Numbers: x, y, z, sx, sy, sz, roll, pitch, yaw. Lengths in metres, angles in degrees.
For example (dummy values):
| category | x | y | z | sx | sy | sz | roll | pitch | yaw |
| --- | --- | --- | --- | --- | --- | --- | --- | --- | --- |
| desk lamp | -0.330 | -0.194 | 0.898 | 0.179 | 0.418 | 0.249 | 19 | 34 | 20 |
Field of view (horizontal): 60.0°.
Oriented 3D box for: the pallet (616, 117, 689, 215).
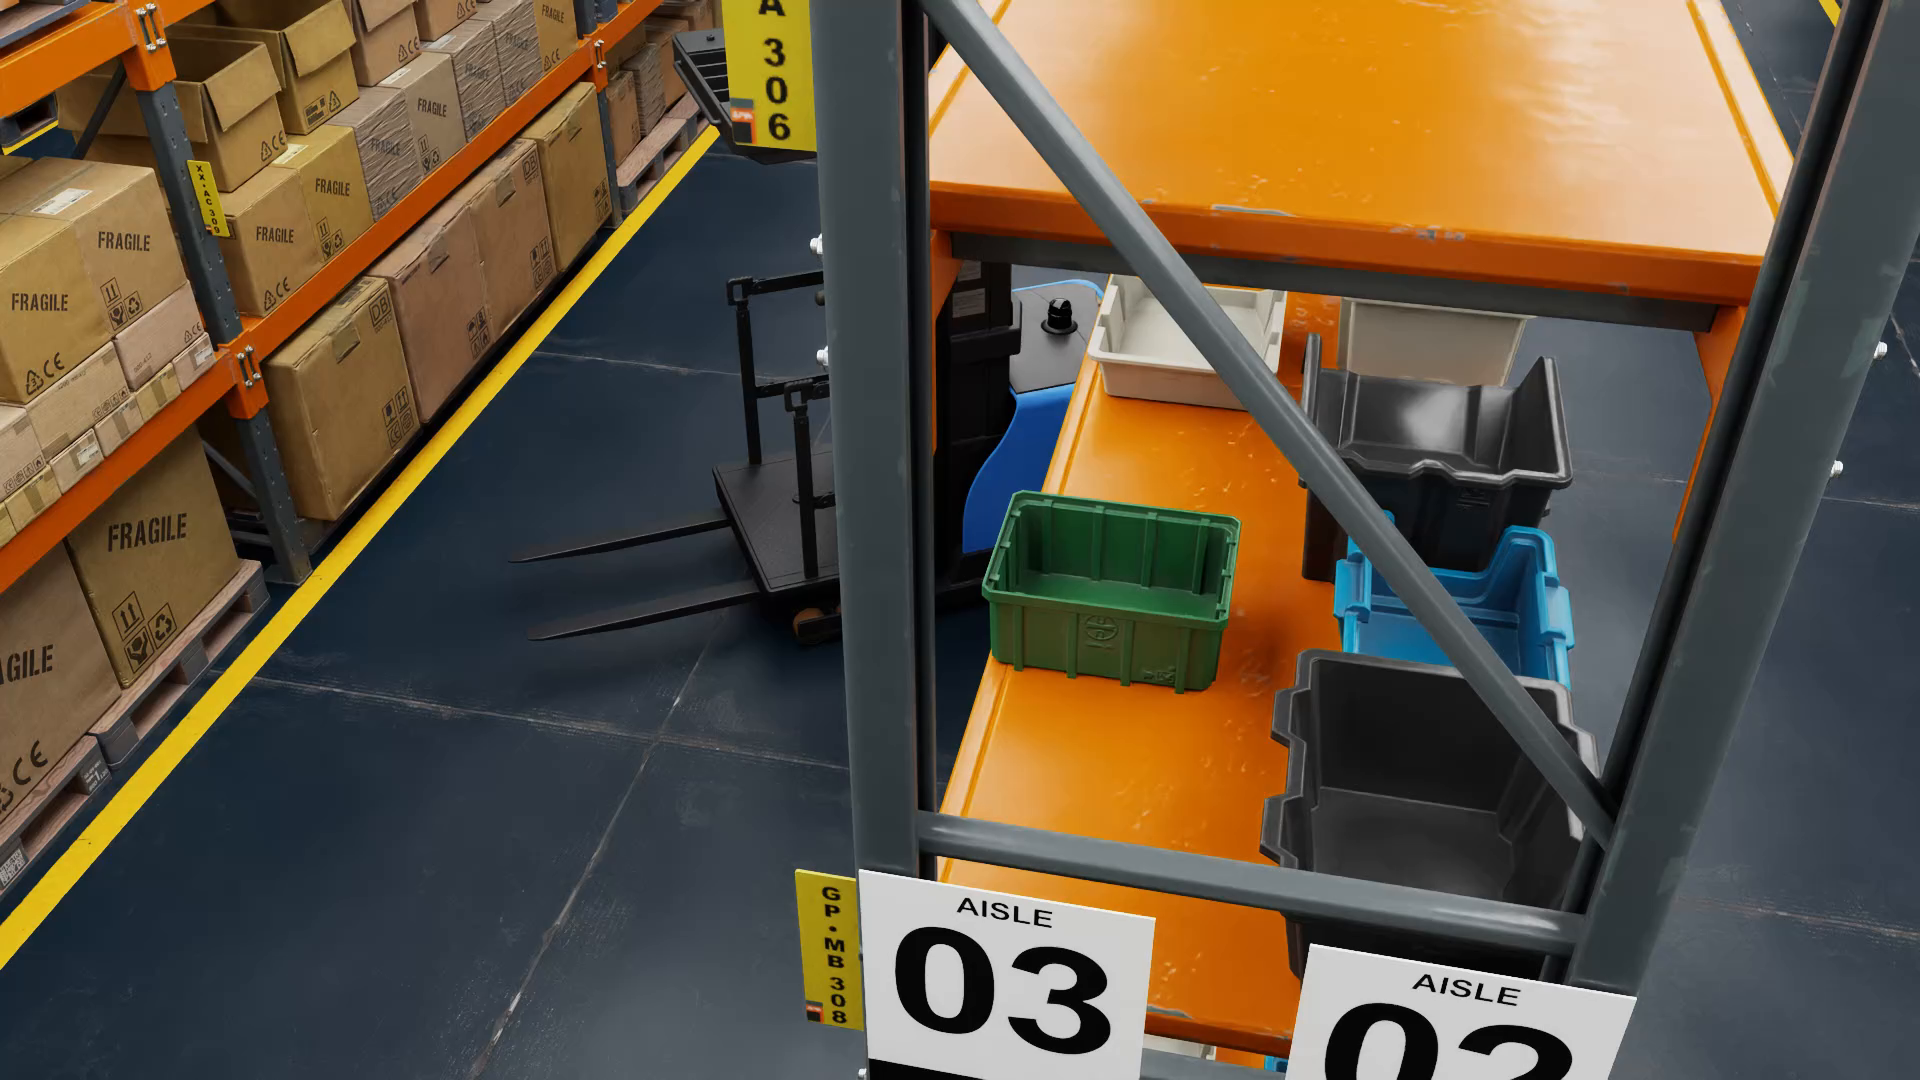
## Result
| category | x | y | z | sx | sy | sz | roll | pitch | yaw |
| --- | --- | --- | --- | --- | --- | --- | --- | --- | --- |
| pallet | -2.601 | -2.697 | 11.791 | 1.003 | 0.211 | 1.213 | 7 | 37 | 10 |

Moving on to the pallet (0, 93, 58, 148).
| category | x | y | z | sx | sy | sz | roll | pitch | yaw |
| --- | --- | --- | --- | --- | --- | --- | --- | --- | --- |
| pallet | -7.352 | -3.371 | 12.721 | 1.003 | 0.211 | 1.213 | 7 | 37 | 10 |

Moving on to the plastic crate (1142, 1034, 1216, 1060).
| category | x | y | z | sx | sy | sz | roll | pitch | yaw |
| --- | --- | --- | --- | --- | --- | --- | --- | --- | --- |
| plastic crate | 0.434 | 1.257 | 4.133 | 0.396 | 0.136 | 0.243 | 7 | 37 | 10 |

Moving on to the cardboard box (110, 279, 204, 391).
| category | x | y | z | sx | sy | sz | roll | pitch | yaw |
| --- | --- | --- | --- | --- | --- | --- | --- | --- | --- |
| cardboard box | -3.462 | -0.858 | 6.753 | 0.500 | 0.250 | 0.500 | 7 | 36 | 9 |

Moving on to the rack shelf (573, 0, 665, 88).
| category | x | y | z | sx | sy | sz | roll | pitch | yaw |
| --- | --- | --- | --- | --- | --- | --- | --- | --- | --- |
| rack shelf | -2.343 | -4.233 | 12.148 | 1.077 | 0.370 | 4.000 | 7 | 37 | 10 |

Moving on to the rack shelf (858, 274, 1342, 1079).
| category | x | y | z | sx | sy | sz | roll | pitch | yaw |
| --- | --- | --- | --- | --- | --- | --- | --- | --- | --- |
| rack shelf | 0.787 | -0.241 | 4.083 | 1.077 | 0.370 | 4.000 | 7 | 37 | 10 |

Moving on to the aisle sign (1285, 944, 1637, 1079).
| category | x | y | z | sx | sy | sz | roll | pitch | yaw |
| --- | --- | --- | --- | --- | --- | --- | --- | --- | --- |
| aisle sign | 0.635 | 0.855 | 2.299 | 0.394 | 0.787 | 0.004 | 7 | 37 | 10 |

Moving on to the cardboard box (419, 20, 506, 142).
| category | x | y | z | sx | sy | sz | roll | pitch | yaw |
| --- | --- | --- | --- | --- | --- | --- | --- | --- | --- |
| cardboard box | -2.853 | -2.521 | 9.087 | 0.500 | 0.500 | 0.500 | 6 | 36 | 8 |

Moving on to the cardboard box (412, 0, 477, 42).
| category | x | y | z | sx | sy | sz | roll | pitch | yaw |
| --- | --- | --- | --- | --- | --- | --- | --- | --- | --- |
| cardboard box | -3.084 | -3.034 | 8.940 | 0.797 | 0.503 | 0.637 | 8 | 37 | 11 |

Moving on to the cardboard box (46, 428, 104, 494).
| category | x | y | z | sx | sy | sz | roll | pitch | yaw |
| --- | --- | --- | --- | --- | --- | --- | --- | --- | --- |
| cardboard box | -3.534 | -0.325 | 6.356 | 0.380 | 0.149 | 0.250 | 8 | 37 | 11 |

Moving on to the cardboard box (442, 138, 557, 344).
| category | x | y | z | sx | sy | sz | roll | pitch | yaw |
| --- | --- | --- | --- | --- | --- | --- | --- | --- | --- |
| cardboard box | -3.135 | -1.785 | 9.609 | 1.225 | 0.875 | 0.875 | 7 | 37 | 10 |

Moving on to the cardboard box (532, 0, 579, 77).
| category | x | y | z | sx | sy | sz | roll | pitch | yaw |
| --- | --- | --- | --- | --- | --- | --- | --- | --- | --- |
| cardboard box | -2.633 | -3.104 | 9.892 | 0.500 | 0.500 | 0.500 | 8 | 37 | 11 |

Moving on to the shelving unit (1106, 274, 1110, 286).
| category | x | y | z | sx | sy | sz | roll | pitch | yaw |
| --- | --- | --- | --- | --- | --- | --- | --- | --- | --- |
| shelving unit | 0.938 | -0.995 | 8.249 | 0.587 | 1.500 | 1.083 | 10 | 35 | 3 |

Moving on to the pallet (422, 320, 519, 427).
| category | x | y | z | sx | sy | sz | roll | pitch | yaw |
| --- | --- | --- | --- | --- | --- | --- | --- | --- | --- |
| pallet | -3.274 | -1.109 | 9.600 | 1.003 | 0.211 | 1.213 | 7 | 37 | 10 |

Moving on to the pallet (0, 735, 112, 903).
| category | x | y | z | sx | sy | sz | roll | pitch | yaw |
| --- | --- | --- | --- | --- | --- | --- | --- | --- | --- |
| pallet | -4.121 | 1.172 | 6.453 | 1.003 | 0.211 | 1.213 | 7 | 37 | 10 |

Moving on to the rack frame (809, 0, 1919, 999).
| category | x | y | z | sx | sy | sz | roll | pitch | yaw |
| --- | --- | --- | --- | --- | --- | --- | --- | --- | --- |
| rack frame | 0.360 | -0.600 | 1.409 | 1.000 | 3.000 | 0.127 | 7 | 37 | 10 |

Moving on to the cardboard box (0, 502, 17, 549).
| category | x | y | z | sx | sy | sz | roll | pitch | yaw |
| --- | --- | --- | --- | --- | --- | --- | --- | --- | --- |
| cardboard box | -3.643 | -0.030 | 5.950 | 0.380 | 0.149 | 0.250 | 7 | 36 | 9 |

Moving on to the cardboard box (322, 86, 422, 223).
| category | x | y | z | sx | sy | sz | roll | pitch | yaw |
| --- | --- | --- | --- | --- | --- | --- | --- | --- | --- |
| cardboard box | -3.068 | -1.933 | 8.276 | 0.500 | 0.500 | 0.500 | 7 | 36 | 9 |

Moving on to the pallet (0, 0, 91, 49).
| category | x | y | z | sx | sy | sz | roll | pitch | yaw |
| --- | --- | --- | --- | --- | --- | --- | --- | --- | --- |
| pallet | -3.809 | -1.796 | 5.691 | 1.003 | 0.211 | 1.213 | 7 | 37 | 10 |

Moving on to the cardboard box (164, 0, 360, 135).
| category | x | y | z | sx | sy | sz | roll | pitch | yaw |
| --- | --- | --- | --- | --- | --- | --- | --- | --- | --- |
| cardboard box | -3.338 | -2.291 | 7.914 | 0.797 | 0.503 | 0.637 | 8 | 37 | 10 |

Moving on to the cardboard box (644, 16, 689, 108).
| category | x | y | z | sx | sy | sz | roll | pitch | yaw |
| --- | --- | --- | --- | --- | --- | --- | --- | --- | --- |
| cardboard box | -2.426 | -3.576 | 12.383 | 0.700 | 0.500 | 0.500 | 10 | 37 | 14 |

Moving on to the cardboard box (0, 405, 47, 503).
| category | x | y | z | sx | sy | sz | roll | pitch | yaw |
| --- | --- | --- | --- | --- | --- | --- | --- | --- | --- |
| cardboard box | -3.679 | -0.269 | 5.939 | 0.500 | 0.250 | 0.500 | 8 | 37 | 11 |

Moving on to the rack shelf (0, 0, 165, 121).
| category | x | y | z | sx | sy | sz | roll | pitch | yaw |
| --- | --- | --- | --- | --- | --- | --- | --- | --- | --- |
| rack shelf | -4.051 | -0.861 | 4.939 | 1.077 | 0.370 | 4.000 | 7 | 37 | 10 |

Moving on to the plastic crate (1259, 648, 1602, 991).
| category | x | y | z | sx | sy | sz | roll | pitch | yaw |
| --- | --- | --- | --- | --- | --- | --- | --- | --- | --- |
| plastic crate | 0.715 | 0.482 | 2.584 | 0.497 | 0.269 | 0.590 | 7 | 37 | 10 |

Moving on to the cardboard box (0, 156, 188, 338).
| category | x | y | z | sx | sy | sz | roll | pitch | yaw |
| --- | --- | --- | --- | --- | --- | --- | --- | --- | --- |
| cardboard box | -3.461 | -1.151 | 6.517 | 0.500 | 0.500 | 0.500 | 8 | 37 | 11 |

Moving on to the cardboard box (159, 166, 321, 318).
| category | x | y | z | sx | sy | sz | roll | pitch | yaw |
| --- | --- | --- | --- | --- | --- | --- | --- | --- | --- |
| cardboard box | -3.282 | -1.358 | 7.482 | 0.500 | 0.500 | 0.500 | 7 | 37 | 10 |

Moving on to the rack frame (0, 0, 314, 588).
| category | x | y | z | sx | sy | sz | roll | pitch | yaw |
| --- | --- | --- | --- | --- | --- | --- | --- | --- | --- |
| rack frame | -3.624 | -1.085 | 7.191 | 1.000 | 3.000 | 0.127 | 7 | 37 | 10 |

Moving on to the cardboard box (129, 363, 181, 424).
| category | x | y | z | sx | sy | sz | roll | pitch | yaw |
| --- | --- | --- | --- | --- | --- | --- | --- | --- | --- |
| cardboard box | -3.424 | -0.619 | 6.762 | 0.380 | 0.149 | 0.250 | 8 | 37 | 11 |

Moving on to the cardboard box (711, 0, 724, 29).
| category | x | y | z | sx | sy | sz | roll | pitch | yaw |
| --- | --- | --- | --- | --- | --- | --- | --- | --- | --- |
| cardboard box | -2.188 | -4.217 | 13.267 | 0.700 | 0.500 | 0.500 | 7 | 37 | 10 |

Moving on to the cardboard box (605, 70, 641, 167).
| category | x | y | z | sx | sy | sz | roll | pitch | yaw |
| --- | --- | --- | --- | --- | --- | --- | --- | --- | --- |
| cardboard box | -2.646 | -2.931 | 11.493 | 0.700 | 0.500 | 0.500 | 5 | 36 | 8 |

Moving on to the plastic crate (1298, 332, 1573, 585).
| category | x | y | z | sx | sy | sz | roll | pitch | yaw |
| --- | --- | --- | --- | --- | --- | --- | --- | --- | --- |
| plastic crate | 0.955 | -0.202 | 3.469 | 0.504 | 0.338 | 0.767 | 7 | 37 | 10 |

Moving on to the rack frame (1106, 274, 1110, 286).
| category | x | y | z | sx | sy | sz | roll | pitch | yaw |
| --- | --- | --- | --- | --- | --- | --- | --- | --- | --- |
| rack frame | 1.010 | -1.285 | 8.671 | 0.500 | 1.500 | 0.032 | 10 | 35 | 3 |

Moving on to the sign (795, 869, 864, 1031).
| category | x | y | z | sx | sy | sz | roll | pitch | yaw |
| --- | --- | --- | --- | --- | --- | --- | --- | --- | --- |
| sign | -0.181 | 0.597 | 2.403 | 0.100 | 0.325 | 0.005 | 7 | 37 | 10 |

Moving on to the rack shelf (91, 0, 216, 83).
| category | x | y | z | sx | sy | sz | roll | pitch | yaw |
| --- | --- | --- | --- | --- | --- | --- | --- | --- | --- |
| rack shelf | -3.197 | -3.155 | 8.104 | 1.077 | 0.370 | 4.000 | 7 | 37 | 10 |

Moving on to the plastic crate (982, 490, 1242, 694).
| category | x | y | z | sx | sy | sz | roll | pitch | yaw |
| --- | --- | --- | --- | --- | --- | --- | --- | --- | --- |
| plastic crate | 0.292 | 0.099 | 3.181 | 0.450 | 0.188 | 0.336 | 7 | 37 | 10 |

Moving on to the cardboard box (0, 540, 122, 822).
| category | x | y | z | sx | sy | sz | roll | pitch | yaw |
| --- | --- | --- | --- | --- | --- | --- | --- | --- | --- |
| cardboard box | -4.035 | 0.490 | 6.471 | 0.875 | 0.875 | 0.875 | 7 | 37 | 10 |

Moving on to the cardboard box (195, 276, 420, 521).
| category | x | y | z | sx | sy | sz | roll | pitch | yaw |
| --- | --- | --- | --- | --- | --- | --- | --- | --- | --- |
| cardboard box | -3.507 | -0.764 | 8.201 | 1.225 | 0.875 | 0.875 | 7 | 37 | 10 |

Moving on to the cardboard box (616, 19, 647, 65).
| category | x | y | z | sx | sy | sz | roll | pitch | yaw |
| --- | --- | --- | --- | --- | --- | --- | --- | --- | --- |
| cardboard box | -2.553 | -3.541 | 11.696 | 0.500 | 0.250 | 0.500 | 11 | 37 | 15 |

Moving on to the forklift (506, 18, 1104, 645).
| category | x | y | z | sx | sy | sz | roll | pitch | yaw |
| --- | --- | --- | --- | --- | --- | --- | --- | --- | --- |
| forklift | -0.585 | -1.061 | 7.216 | 3.031 | 2.935 | 1.130 | -12 | 38 | -16 |

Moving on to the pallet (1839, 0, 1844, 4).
| category | x | y | z | sx | sy | sz | roll | pitch | yaw |
| --- | --- | --- | --- | --- | --- | --- | --- | --- | --- |
| pallet | 8.494 | -5.148 | 15.173 | 1.003 | 0.211 | 1.213 | 7 | 37 | 10 |
